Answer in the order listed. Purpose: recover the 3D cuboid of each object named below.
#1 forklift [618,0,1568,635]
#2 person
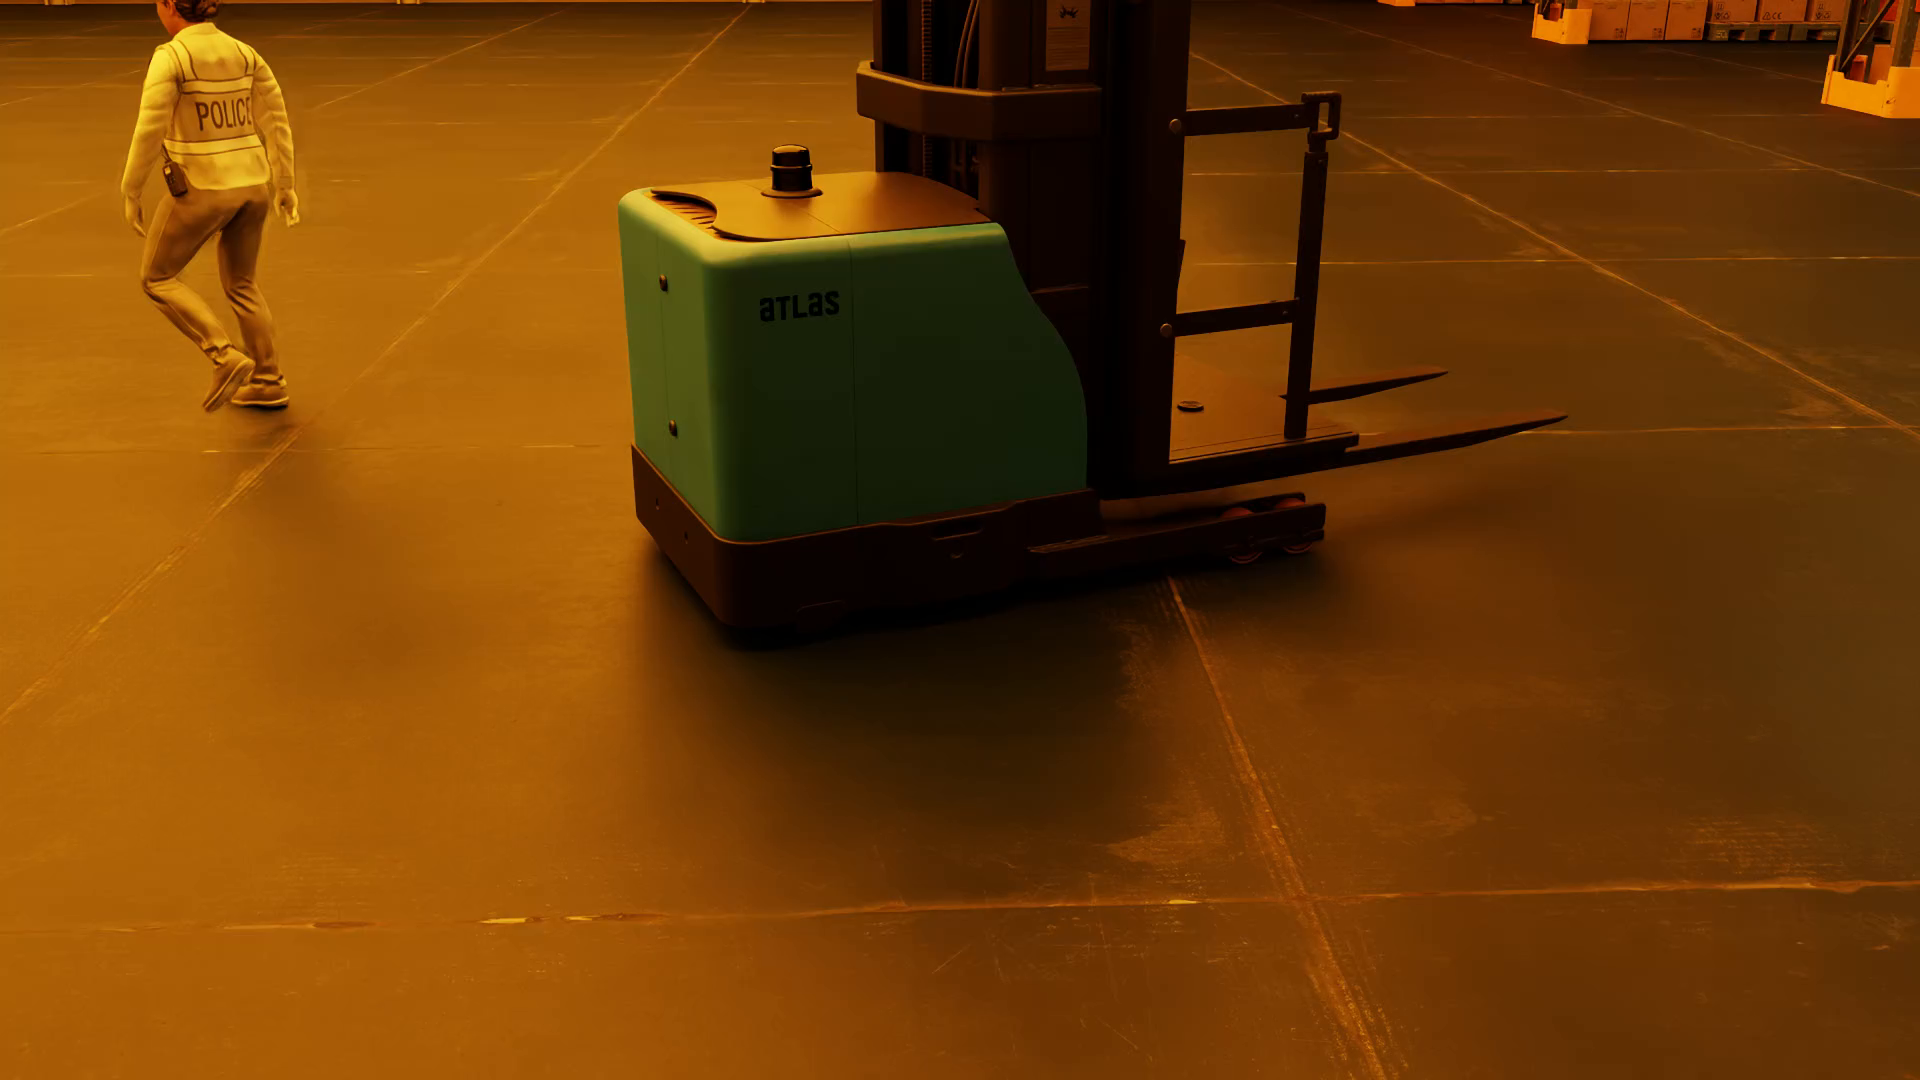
[{"bbox_3d":[0.552,-1.458,4.875,3.031,2.935,1.130,-10,23,-23],"label":"forklift"},{"bbox_3d":[-2.804,-1.284,6.191,0.420,1.651,0.637,10,23,24],"label":"person"}]
